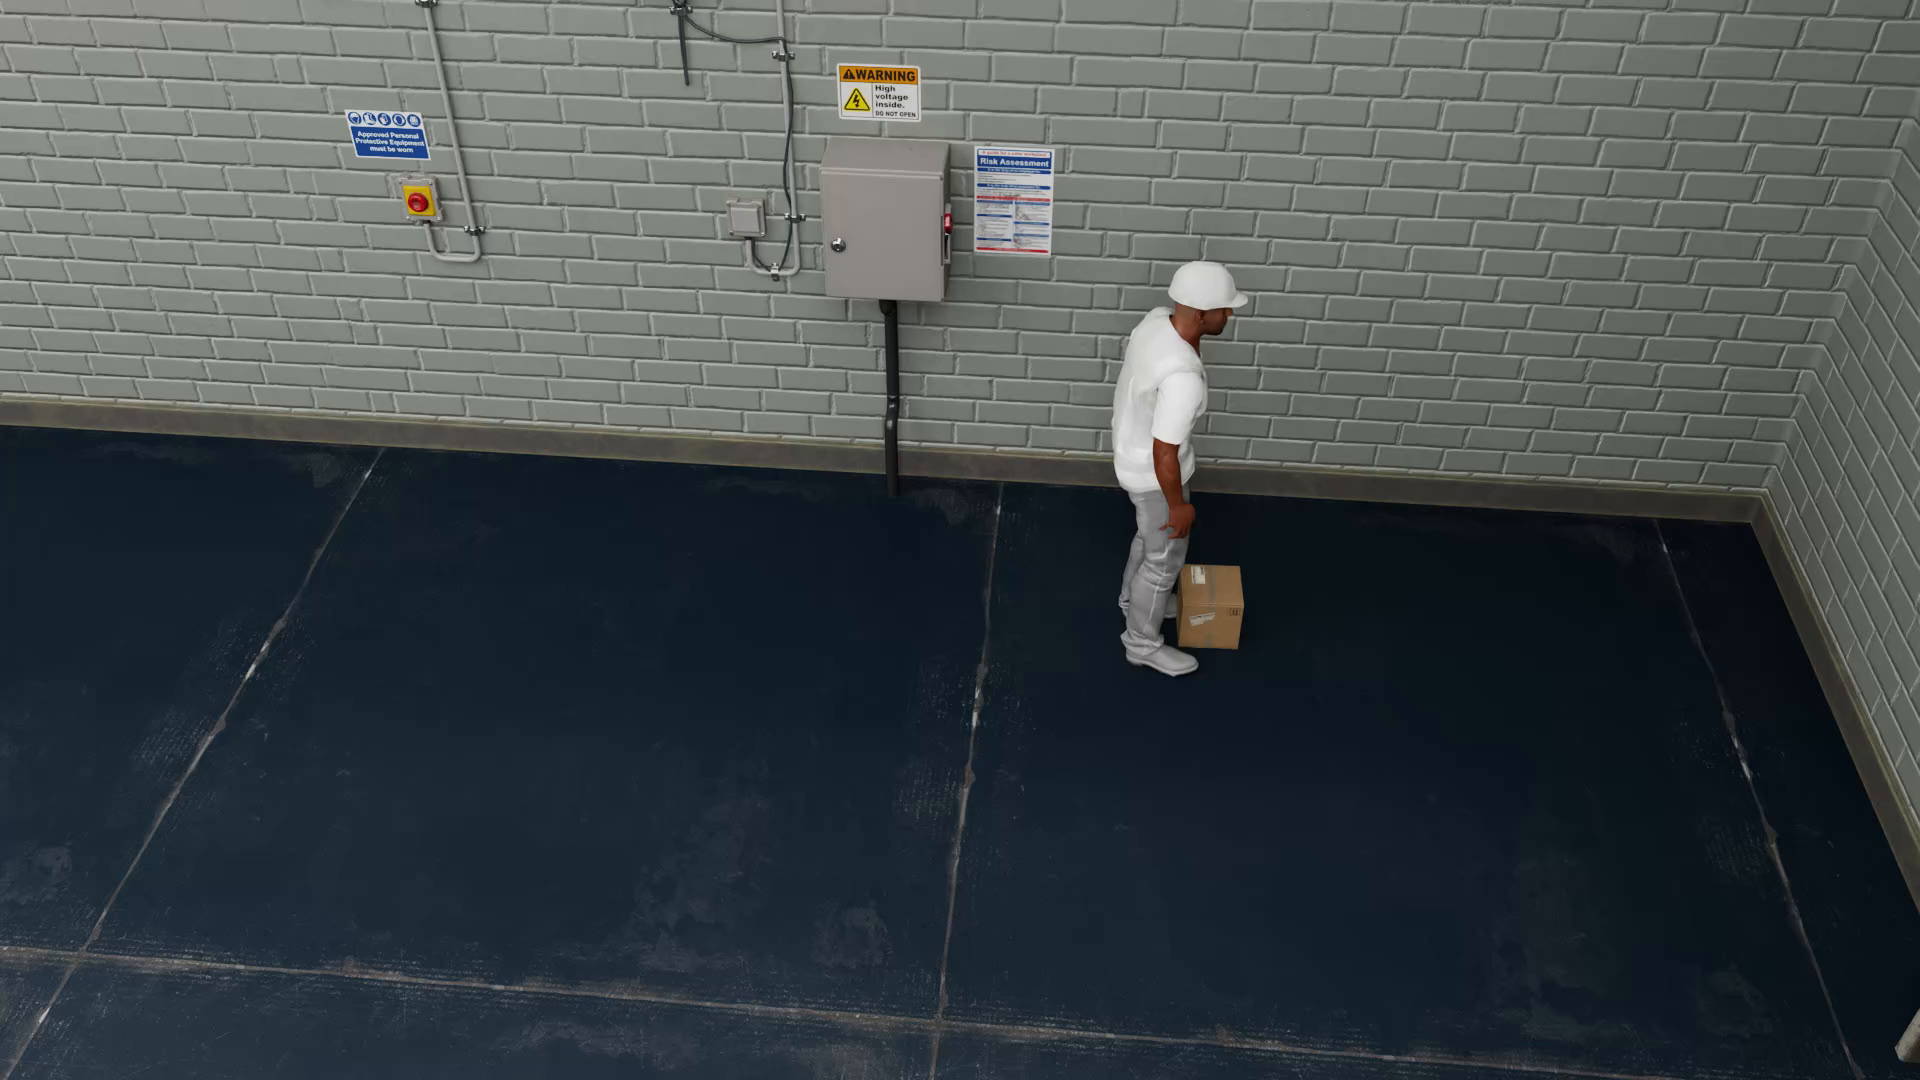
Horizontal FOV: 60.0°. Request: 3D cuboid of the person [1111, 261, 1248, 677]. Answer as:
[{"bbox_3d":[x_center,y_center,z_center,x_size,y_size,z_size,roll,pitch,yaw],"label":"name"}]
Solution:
[{"bbox_3d":[0.817,-0.300,6.502,0.460,1.760,0.634,1,40,1],"label":"person"}]
